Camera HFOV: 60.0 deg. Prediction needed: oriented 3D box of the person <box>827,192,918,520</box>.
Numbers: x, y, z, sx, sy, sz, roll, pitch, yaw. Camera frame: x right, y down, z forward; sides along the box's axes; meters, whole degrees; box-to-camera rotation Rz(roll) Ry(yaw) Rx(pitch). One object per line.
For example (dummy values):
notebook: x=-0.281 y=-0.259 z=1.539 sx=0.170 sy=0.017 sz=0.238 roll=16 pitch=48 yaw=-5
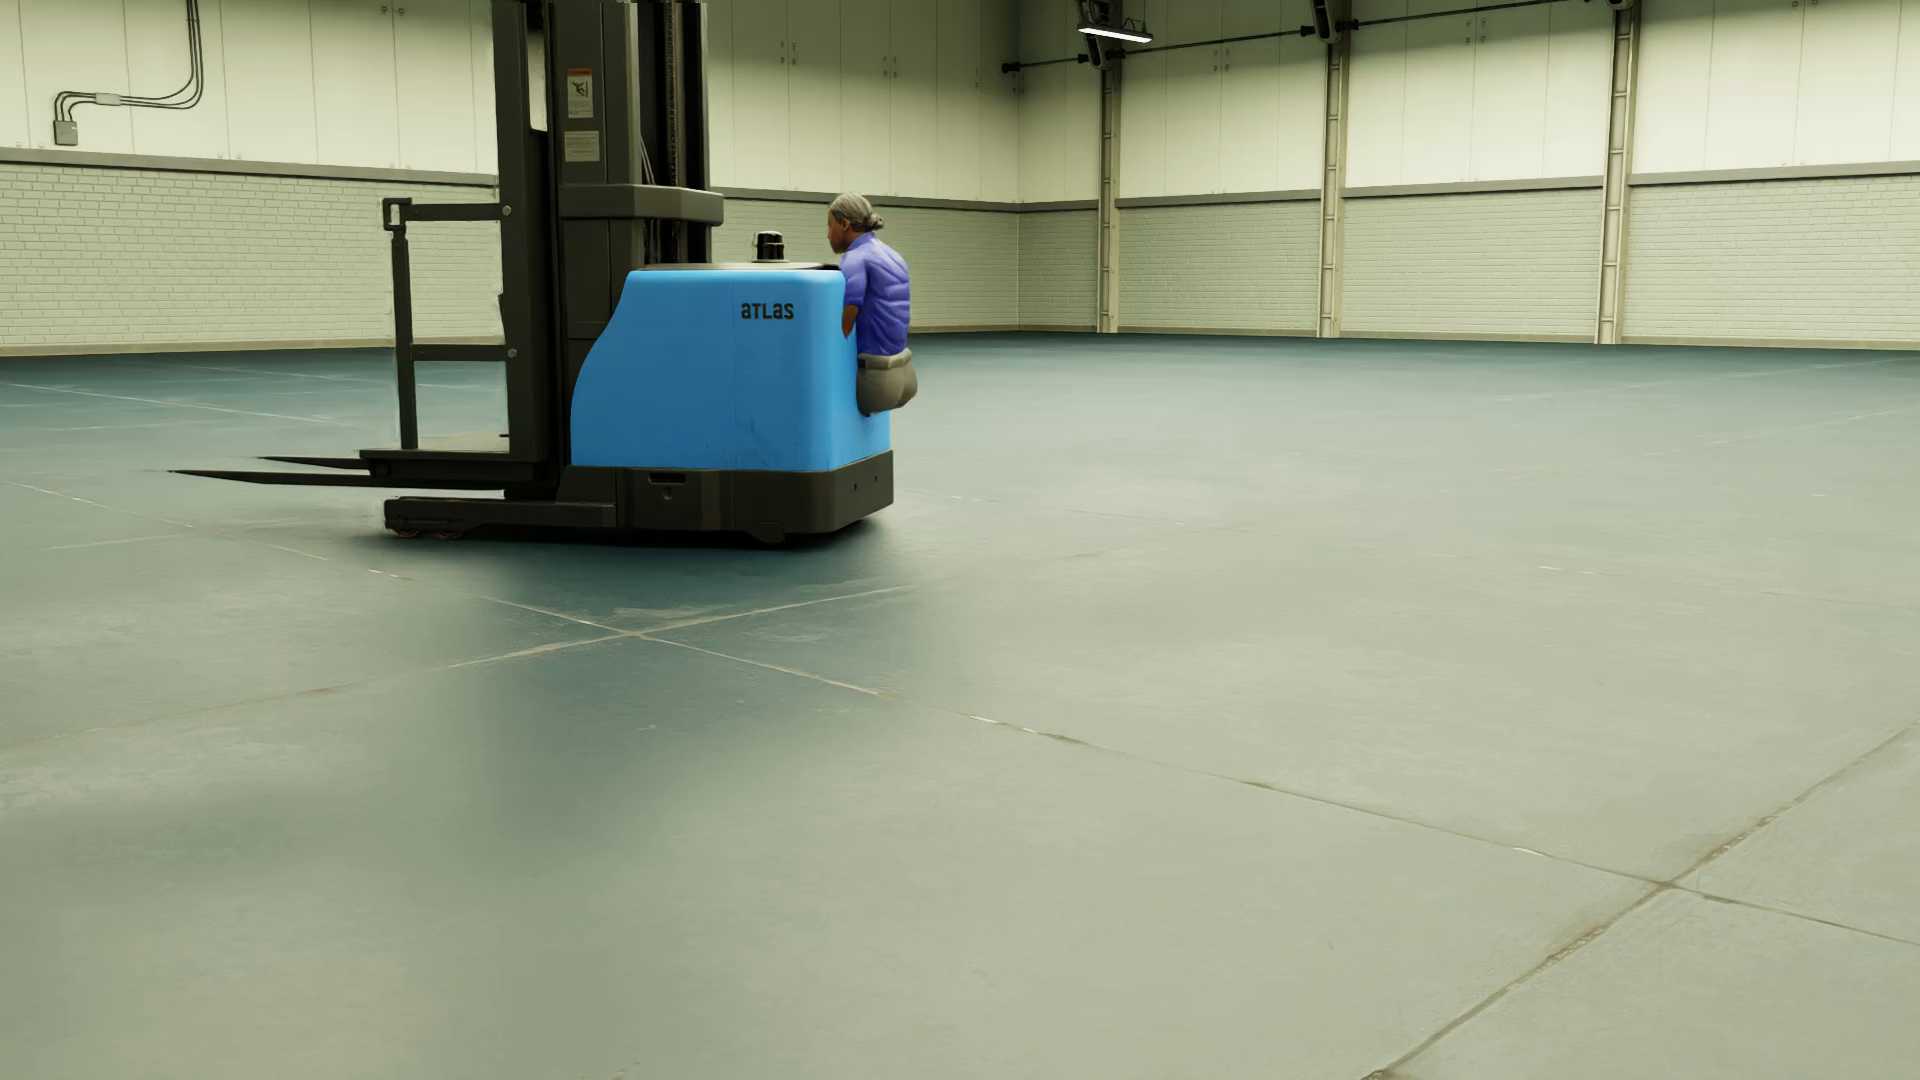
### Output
person: x=-0.598 y=-0.695 z=6.941 sx=0.838 sy=1.478 sz=0.686 roll=3 pitch=9 yaw=20

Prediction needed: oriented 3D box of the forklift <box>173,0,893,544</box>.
forklift: x=-1.865 y=-1.526 z=7.005 sx=3.031 sy=2.935 sz=1.130 roll=2 pitch=9 yaw=13
